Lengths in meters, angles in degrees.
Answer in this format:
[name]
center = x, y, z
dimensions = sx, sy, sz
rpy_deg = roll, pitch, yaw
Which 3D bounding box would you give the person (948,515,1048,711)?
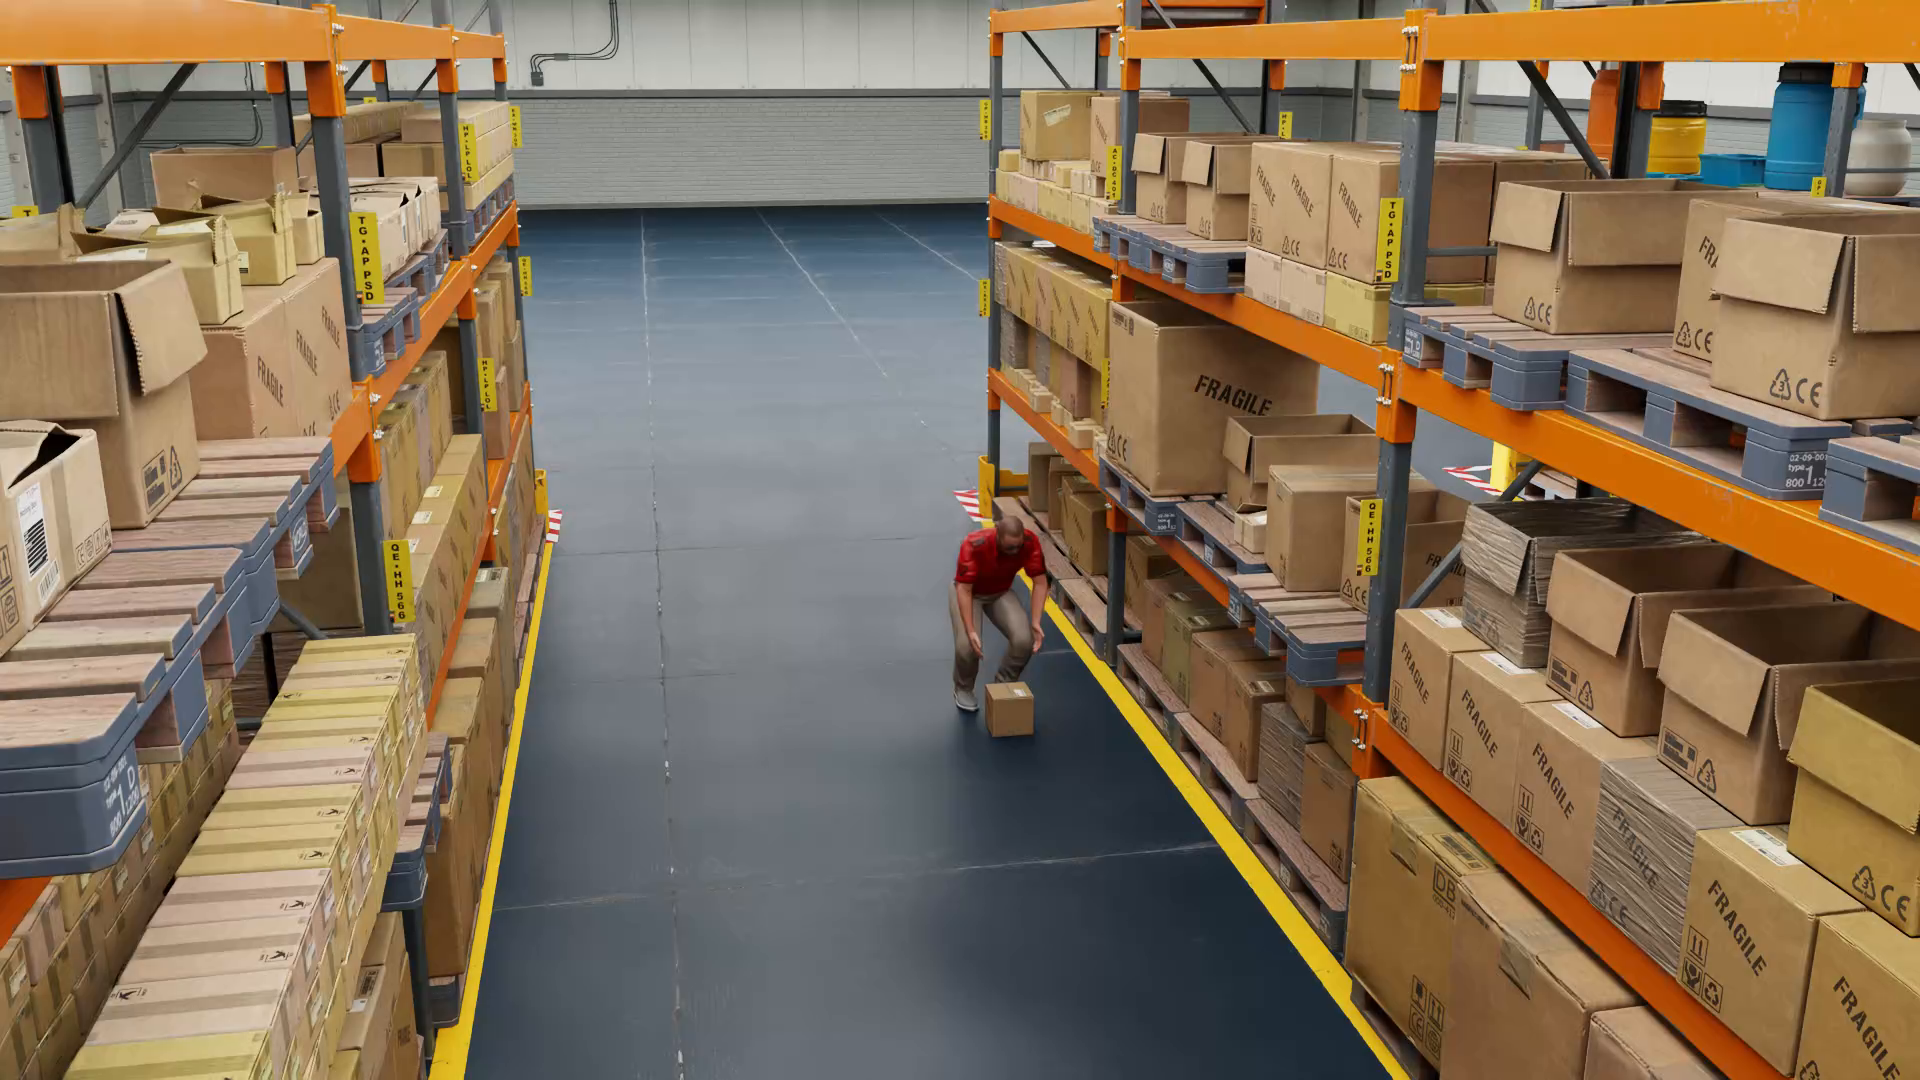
[person]
center = 0.228, 0.412, 10.395
dimensions = 0.589, 1.319, 0.756
rpy_deg = -4, 17, -14
